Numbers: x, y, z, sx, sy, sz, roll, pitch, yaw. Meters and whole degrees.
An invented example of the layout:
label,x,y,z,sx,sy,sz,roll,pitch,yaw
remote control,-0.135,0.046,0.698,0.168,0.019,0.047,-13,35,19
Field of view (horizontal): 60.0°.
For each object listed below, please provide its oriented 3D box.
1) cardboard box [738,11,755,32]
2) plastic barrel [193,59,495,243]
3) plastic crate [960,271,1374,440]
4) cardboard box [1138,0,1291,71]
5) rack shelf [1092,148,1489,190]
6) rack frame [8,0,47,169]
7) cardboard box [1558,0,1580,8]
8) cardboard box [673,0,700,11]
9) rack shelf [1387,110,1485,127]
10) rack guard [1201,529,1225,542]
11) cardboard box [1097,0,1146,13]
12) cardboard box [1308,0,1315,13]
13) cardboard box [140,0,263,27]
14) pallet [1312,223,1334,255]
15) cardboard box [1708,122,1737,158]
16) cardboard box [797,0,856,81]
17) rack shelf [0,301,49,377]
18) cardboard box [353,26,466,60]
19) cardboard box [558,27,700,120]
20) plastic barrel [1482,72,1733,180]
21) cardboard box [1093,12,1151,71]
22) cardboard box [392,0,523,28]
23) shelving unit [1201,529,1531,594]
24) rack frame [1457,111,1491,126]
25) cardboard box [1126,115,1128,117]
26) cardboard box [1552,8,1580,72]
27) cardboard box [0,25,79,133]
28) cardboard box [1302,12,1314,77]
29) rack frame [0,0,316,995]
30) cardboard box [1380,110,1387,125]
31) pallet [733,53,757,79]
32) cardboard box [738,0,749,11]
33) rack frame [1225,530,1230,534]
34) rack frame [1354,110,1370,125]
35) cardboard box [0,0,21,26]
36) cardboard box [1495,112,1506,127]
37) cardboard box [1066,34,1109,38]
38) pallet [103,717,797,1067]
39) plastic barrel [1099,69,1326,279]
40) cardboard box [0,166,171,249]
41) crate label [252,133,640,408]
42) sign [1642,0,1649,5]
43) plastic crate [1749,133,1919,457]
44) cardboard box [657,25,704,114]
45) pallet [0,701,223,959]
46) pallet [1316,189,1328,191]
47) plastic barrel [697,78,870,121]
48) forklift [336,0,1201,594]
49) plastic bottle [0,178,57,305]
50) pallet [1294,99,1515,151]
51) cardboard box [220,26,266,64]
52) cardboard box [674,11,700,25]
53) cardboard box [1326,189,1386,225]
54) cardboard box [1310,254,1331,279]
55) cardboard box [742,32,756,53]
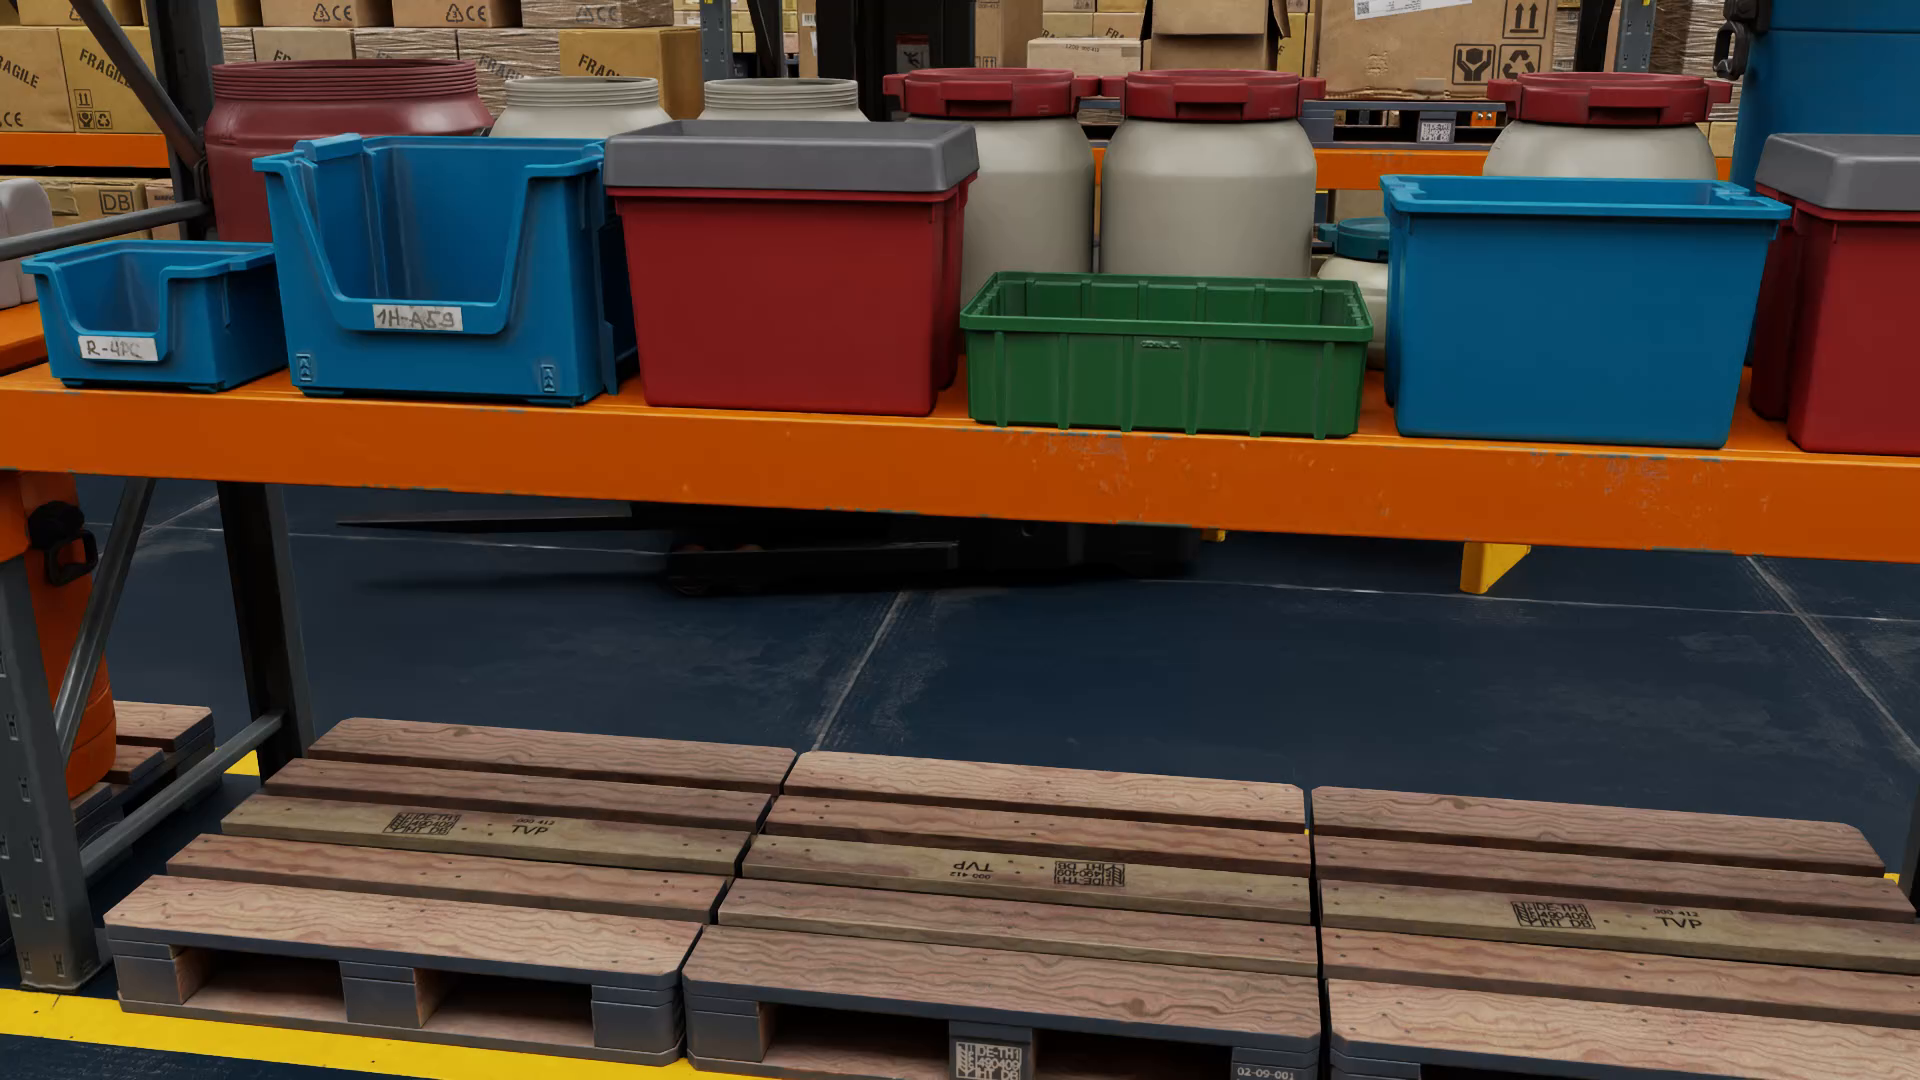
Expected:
label,x,y,z,sx,sy,sz,roll,pitch,yaw
cardboard box,-1.485,-3.875,12.423,0.250,0.149,0.380,3,19,9
plastic barrel,-1.320,-0.769,3.661,0.708,0.536,0.600,3,19,9
plastic crate,0.359,-0.331,2.898,0.662,0.188,0.450,3,19,9
cardboard box,1.183,-2.290,7.596,0.637,0.503,0.797,5,19,14
rack shelf,0.934,-1.743,7.919,4.000,0.370,1.077,3,19,9
rack frame,-4.990,-2.386,8.708,0.127,3.000,1.000,3,19,9
cardboard box,4.154,-4.086,11.850,0.550,0.550,0.875,3,19,9
cardboard box,-1.987,-4.043,12.455,0.250,0.149,0.380,4,19,11
rack shelf,1.821,-3.292,12.548,4.000,0.370,1.077,3,19,9
rack guard,1.109,-0.192,6.481,0.087,0.250,0.587,12,22,32
cardboard box,1.294,-4.179,12.334,0.500,0.500,0.700,3,19,8
cardboard box,2.796,-4.102,12.103,0.500,0.500,0.700,3,19,8
cardboard box,-3.682,-2.842,8.330,0.637,0.503,0.797,3,19,9
pallet,3.022,-2.225,12.621,1.213,0.211,1.003,3,19,9
cardboard box,3.318,-1.743,7.180,0.250,0.149,0.380,3,19,9
cardboard box,-0.501,-2.417,7.980,0.500,0.500,0.500,1,19,2
rack shelf,-3.801,-0.393,3.883,4.000,0.370,1.077,3,19,9
cardboard box,-2.571,-2.232,8.088,0.500,0.500,0.500,2,19,7
cardboard box,-1.567,-2.180,7.932,0.500,0.500,0.500,4,19,10
plastic barrel,1.214,-0.613,3.194,0.433,0.535,0.433,0,18,0
cardboard box,1.247,-3.624,12.249,0.500,0.500,0.500,3,19,9
cardboard box,-2.403,-2.784,8.157,0.637,0.503,0.797,3,19,10
shelving unit,1.519,-0.695,6.016,1.083,1.500,0.587,12,22,32
rack frame,3.796,-3.532,12.133,0.127,3.000,1.000,3,19,9
cardboard box,2.575,-5.852,22.146,0.625,0.625,0.875,4,19,10
cardboard box,4.162,-3.589,12.065,0.550,0.550,0.875,3,19,9
cardboard box,-4.575,-2.332,8.389,0.500,0.500,0.500,3,19,9
cardboard box,2.739,-3.548,12.022,0.500,0.500,0.500,3,19,8
rack frame,-1.826,-0.633,3.468,0.127,3.000,1.000,3,19,9
cardboard box,5.690,-5.411,21.418,0.500,0.250,0.500,3,19,9
pallet,-2.115,-3.730,13.025,1.213,0.211,1.003,3,19,9
cardboard box,-1.481,-4.016,12.374,0.250,0.149,0.380,3,19,10
rack frame,1.108,-0.784,6.284,0.032,1.500,0.500,12,22,32
rack frame,5.265,-6.644,21.431,0.127,3.000,1.000,3,19,9
cardboard box,-5.422,-2.916,8.877,0.500,0.500,0.500,3,19,9
cardboard box,4.405,-2.670,12.244,0.875,0.875,0.875,3,19,9
cardboard box,0.649,-2.321,8.063,0.258,0.266,0.396,2,19,7
pallet,-1.067,0.740,3.758,1.213,0.211,1.003,3,19,9
plastic barrel,0.489,-0.650,3.305,0.433,0.535,0.433,0,18,0
cardboard box,-4.355,-1.552,8.901,0.875,0.875,1.225,3,19,9
crate label,-0.888,-0.515,3.060,0.616,0.435,0.502,3,19,9
sign,2.825,-2.359,6.800,0.005,0.325,0.100,3,19,9
plastic crate,1.597,-0.391,2.643,0.583,0.464,0.402,3,19,9
cardboard box,-1.477,-2.342,8.418,0.500,0.500,0.500,3,19,10
pallet,-2.611,0.662,3.990,1.213,0.211,1.003,3,19,9
pallet,3.712,-3.805,17.341,1.213,0.211,1.003,3,19,9
plastic barrel,-0.361,-0.680,3.433,0.421,0.512,0.421,0,18,0
forklift,-0.686,-1.378,5.803,3.031,2.935,1.130,-1,19,-4
plastic bottle,-2.202,-0.697,3.856,0.135,0.276,0.152,3,19,9
pallet,2.177,-1.977,7.786,1.213,0.211,1.003,3,19,9
cardboard box,-3.585,-2.282,8.238,0.500,0.500,0.500,2,19,7
cardboard box,-1.988,-3.901,12.501,0.250,0.149,0.380,3,19,10
cardboard box,3.168,-2.668,12.433,0.750,0.750,1.050,3,19,8
cardboard box,1.838,-1.074,8.033,0.500,0.500,0.700,3,19,8
cardboard box,-1.458,-3.734,12.470,0.250,0.149,0.380,3,19,8
